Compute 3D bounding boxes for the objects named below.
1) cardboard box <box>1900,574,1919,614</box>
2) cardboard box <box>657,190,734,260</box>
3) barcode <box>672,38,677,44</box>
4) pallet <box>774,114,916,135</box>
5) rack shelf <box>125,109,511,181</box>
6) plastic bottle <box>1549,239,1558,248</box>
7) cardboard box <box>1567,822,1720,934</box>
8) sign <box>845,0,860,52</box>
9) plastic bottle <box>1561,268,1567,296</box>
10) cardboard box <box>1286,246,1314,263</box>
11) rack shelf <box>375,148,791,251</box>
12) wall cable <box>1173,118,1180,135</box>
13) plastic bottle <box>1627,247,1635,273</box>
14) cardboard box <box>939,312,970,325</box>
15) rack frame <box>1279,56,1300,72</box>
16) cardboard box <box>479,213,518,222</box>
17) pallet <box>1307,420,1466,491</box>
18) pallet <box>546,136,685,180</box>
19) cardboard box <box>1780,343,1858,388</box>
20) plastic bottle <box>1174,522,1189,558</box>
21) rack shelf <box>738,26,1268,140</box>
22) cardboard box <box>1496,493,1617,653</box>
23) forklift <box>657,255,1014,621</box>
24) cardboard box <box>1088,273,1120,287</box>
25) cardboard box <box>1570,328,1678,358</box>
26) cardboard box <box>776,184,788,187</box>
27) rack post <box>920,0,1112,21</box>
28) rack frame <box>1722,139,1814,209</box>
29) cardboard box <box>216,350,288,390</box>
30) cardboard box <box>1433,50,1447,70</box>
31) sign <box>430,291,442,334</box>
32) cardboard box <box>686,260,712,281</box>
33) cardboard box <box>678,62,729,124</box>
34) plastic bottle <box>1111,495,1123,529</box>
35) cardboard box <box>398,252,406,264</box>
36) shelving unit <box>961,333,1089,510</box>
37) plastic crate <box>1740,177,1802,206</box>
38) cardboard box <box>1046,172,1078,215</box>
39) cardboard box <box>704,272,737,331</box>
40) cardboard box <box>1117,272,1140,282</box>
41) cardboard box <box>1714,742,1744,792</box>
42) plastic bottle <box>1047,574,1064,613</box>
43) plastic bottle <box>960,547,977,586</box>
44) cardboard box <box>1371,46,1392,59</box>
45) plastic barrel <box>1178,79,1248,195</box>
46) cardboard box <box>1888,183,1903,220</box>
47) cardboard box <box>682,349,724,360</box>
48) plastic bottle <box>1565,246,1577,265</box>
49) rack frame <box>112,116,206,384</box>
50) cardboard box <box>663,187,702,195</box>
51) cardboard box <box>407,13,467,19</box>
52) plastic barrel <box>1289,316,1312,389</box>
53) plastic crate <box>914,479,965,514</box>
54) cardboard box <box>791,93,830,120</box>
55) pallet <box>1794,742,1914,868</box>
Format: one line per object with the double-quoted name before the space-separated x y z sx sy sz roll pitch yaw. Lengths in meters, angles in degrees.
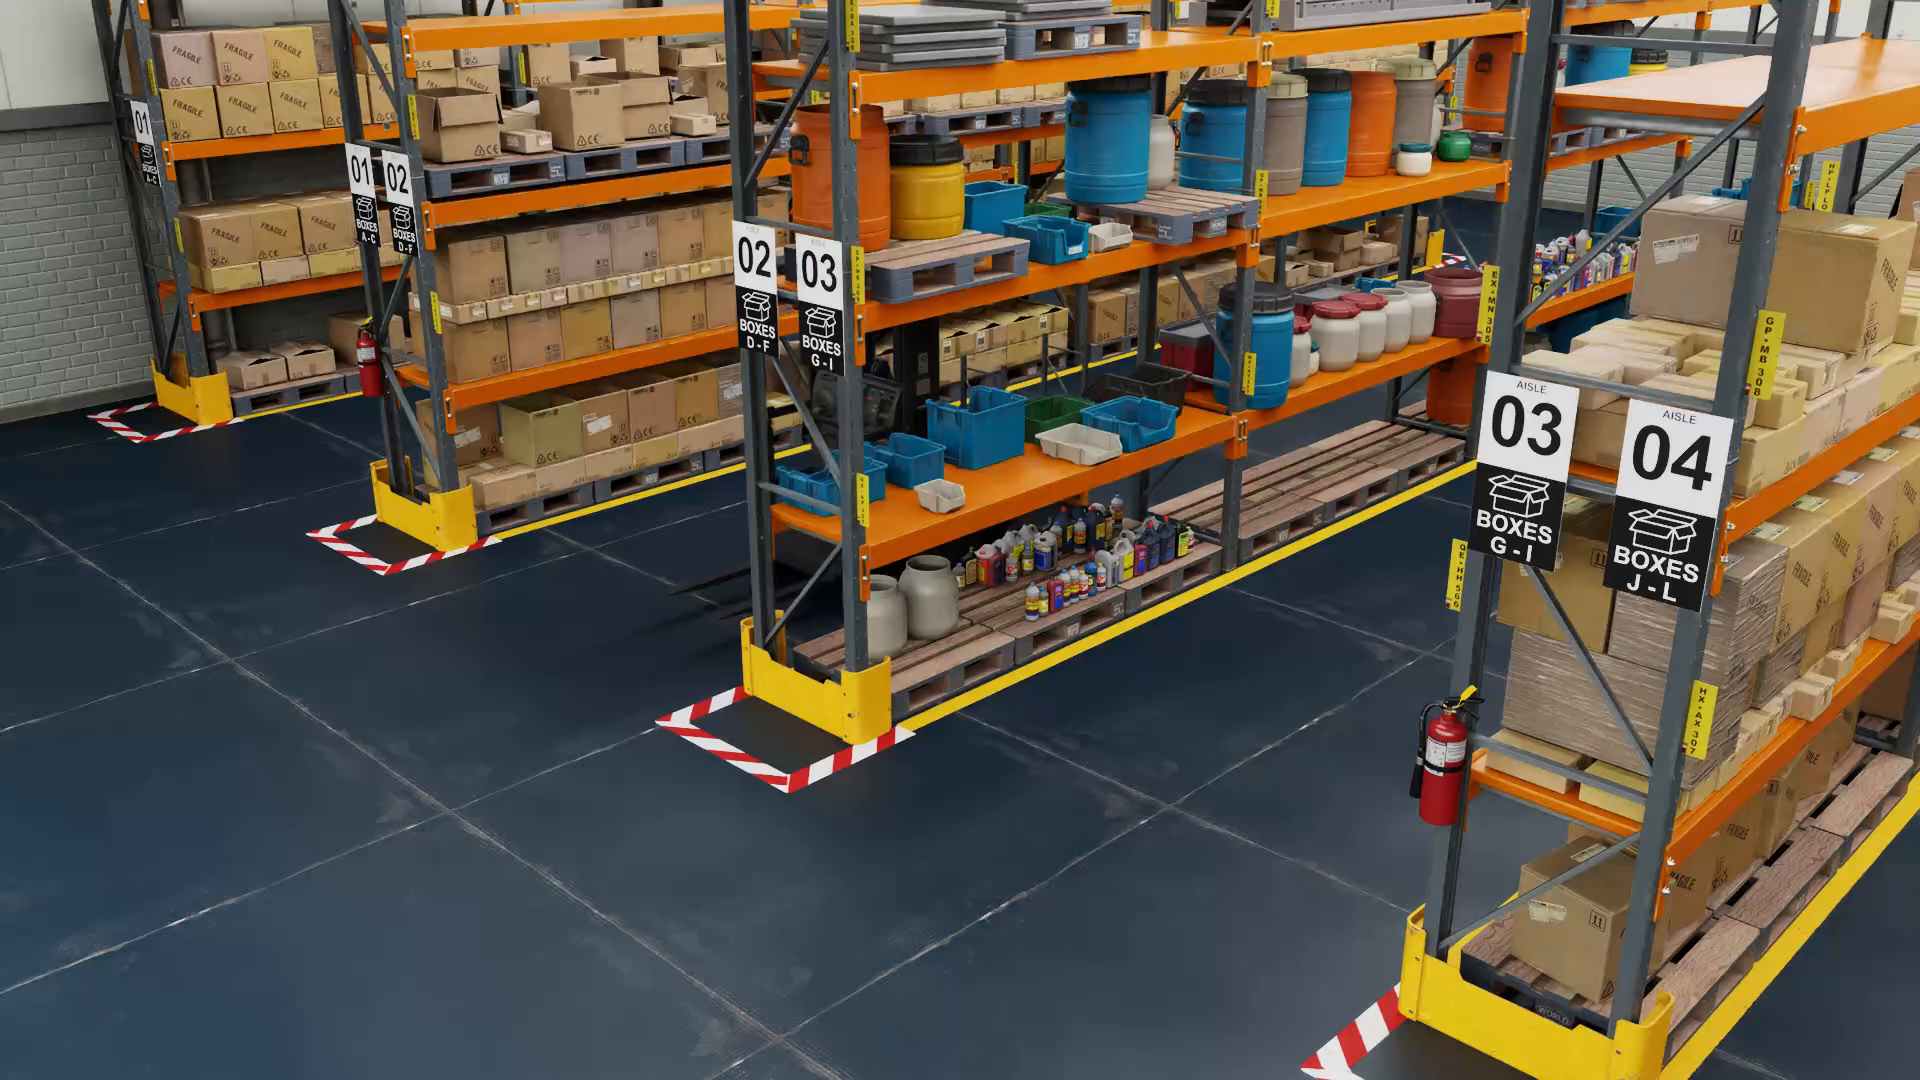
"cardboard box" 5.245 0.270 9.402 0.380 0.149 0.250 19 28 41
"cardboard box" -2.387 -2.924 15.416 0.700 0.500 0.500 19 28 41
"barcode" -3.630 -6.348 21.142 0.001 0.075 0.075 19 28 41
"pallet" -1.124 -4.059 16.401 0.805 0.209 1.217 18 27 39
"rack shelf" -6.677 -4.307 17.783 1.077 0.370 4.000 19 28 41
"plastic bottle" 6.446 -3.133 18.086 0.097 0.271 0.097 0 21 0
"cardboard box" 3.415 1.643 8.380 0.500 0.500 0.500 -12 24 -28
"sign" -0.583 -2.813 9.004 0.100 0.325 0.005 19 28 41
"plastic bottle" 6.046 -2.596 16.688 0.097 0.271 0.097 0 21 0
"cardboard box" 4.568 -3.935 23.128 0.500 0.311 0.500 19 28 41
"rack shelf" -3.125 -3.068 14.560 1.077 0.370 4.000 19 28 41
"wall cable" 3.305 -7.882 28.845 0.084 1.984 1.851 19 28 41
"plastic bottle" 7.099 -3.000 17.733 0.152 0.276 0.135 19 28 41
"cardboard box" -0.233 -2.392 18.444 0.500 0.311 0.500 18 28 39
"rack frame" 3.851 -7.375 20.581 1.000 3.000 0.127 19 28 41
"cardboard box" -5.390 -3.847 18.901 0.500 0.500 0.500 19 28 41
"pallet" 4.039 -0.814 15.761 1.003 0.211 1.213 19 28 41
"pallet" -3.157 -3.339 14.385 1.003 0.211 1.213 19 28 41
"cardboard box" 3.684 -0.790 7.284 0.380 0.149 0.250 19 28 40
"plastic bottle" 1.717 -0.009 12.951 0.133 0.283 0.061 -18 28 -39
"rack shelf" 0.421 -3.041 10.866 1.077 0.370 4.000 19 28 41
"cardboard box" 2.781 0.135 7.456 0.500 0.500 0.500 19 28 41
"forklift" -0.942 -1.062 12.614 1.130 2.935 3.031 19 28 41
"cardboard box" 1.581 -3.250 20.036 0.500 0.250 0.500 -19 28 -40
"cardboard box" 2.923 -0.811 7.337 0.380 0.149 0.250 18 27 38
"cardboard box" -2.448 -4.825 22.631 0.250 0.149 0.380 -20 28 -41
"rack post" 0.355 -3.520 10.657 0.937 0.300 0.954 19 28 40
"rack frame" 10.188 -4.362 21.104 1.000 3.000 0.127 19 28 41
"cardboard box" -7.525 -1.834 17.662 0.500 0.311 0.500 15 26 35
"cardboard box" 6.472 -6.735 23.306 0.500 0.250 0.500 19 28 41
"sign" -4.127 -1.790 13.097 0.100 0.325 0.005 19 28 41
"cardboard box" -2.477 -2.483 15.172 0.380 0.149 0.250 19 28 40
"cardboard box" -2.270 -4.163 15.485 0.500 0.500 0.500 -17 27 -38
"plastic bottle" 1.280 -0.237 13.562 0.097 0.271 0.097 0 21 0
"cardboard box" -6.088 -3.239 18.365 0.500 0.250 0.500 19 28 40
"shelving unit" 0.554 -0.904 14.199 0.587 1.500 1.083 19 28 41
"plastic crate" 10.088 -4.274 20.741 0.616 0.435 0.499 19 28 41
"cardboard box" 1.419 -3.979 19.383 0.700 0.500 0.500 9 23 23
"cardboard box" -2.398 -2.312 15.631 0.700 0.500 0.500 19 28 40
"cardboard box" 1.906 -3.017 20.476 0.500 0.500 0.500 18 27 39
"cardboard box" 3.318 0.974 7.571 0.380 0.149 0.250 19 28 41
"plastic bottle" 0.685 0.372 11.961 0.133 0.283 0.061 -20 28 -41
"plastic bottle" 0.062 0.197 12.416 0.133 0.283 0.061 -19 28 -41
"cardboard box" 5.421 -6.584 22.216 0.500 0.250 0.500 19 28 41
"plastic barrel" 2.016 -3.096 12.932 0.600 0.901 0.708 19 28 41
"cardboard box" 5.764 -1.778 9.471 0.797 0.503 0.637 18 27 38
"cardboard box" -2.621 -1.609 16.144 0.500 0.500 0.500 19 28 41
"plastic bottle" 6.648 -3.097 18.090 0.097 0.201 0.097 0 21 0
"rack frame" -8.072 -2.729 16.855 1.000 3.000 0.127 19 28 41
"cardboard box" -3.665 -4.588 20.939 0.700 0.500 0.500 19 28 41
"cardboard box" -5.828 -5.625 18.649 0.500 0.500 0.500 -19 28 -41
"plastic barrel" 2.641 -1.532 13.551 0.433 0.535 0.433 0 21 0
"plastic crate" -0.119 -0.276 10.840 0.298 0.136 0.250 19 28 41
"cardboard box" -1.293 -4.200 16.126 0.500 0.250 0.500 -17 27 -37
"pallet" 4.922 1.445 9.882 1.003 0.211 1.213 19 28 41
